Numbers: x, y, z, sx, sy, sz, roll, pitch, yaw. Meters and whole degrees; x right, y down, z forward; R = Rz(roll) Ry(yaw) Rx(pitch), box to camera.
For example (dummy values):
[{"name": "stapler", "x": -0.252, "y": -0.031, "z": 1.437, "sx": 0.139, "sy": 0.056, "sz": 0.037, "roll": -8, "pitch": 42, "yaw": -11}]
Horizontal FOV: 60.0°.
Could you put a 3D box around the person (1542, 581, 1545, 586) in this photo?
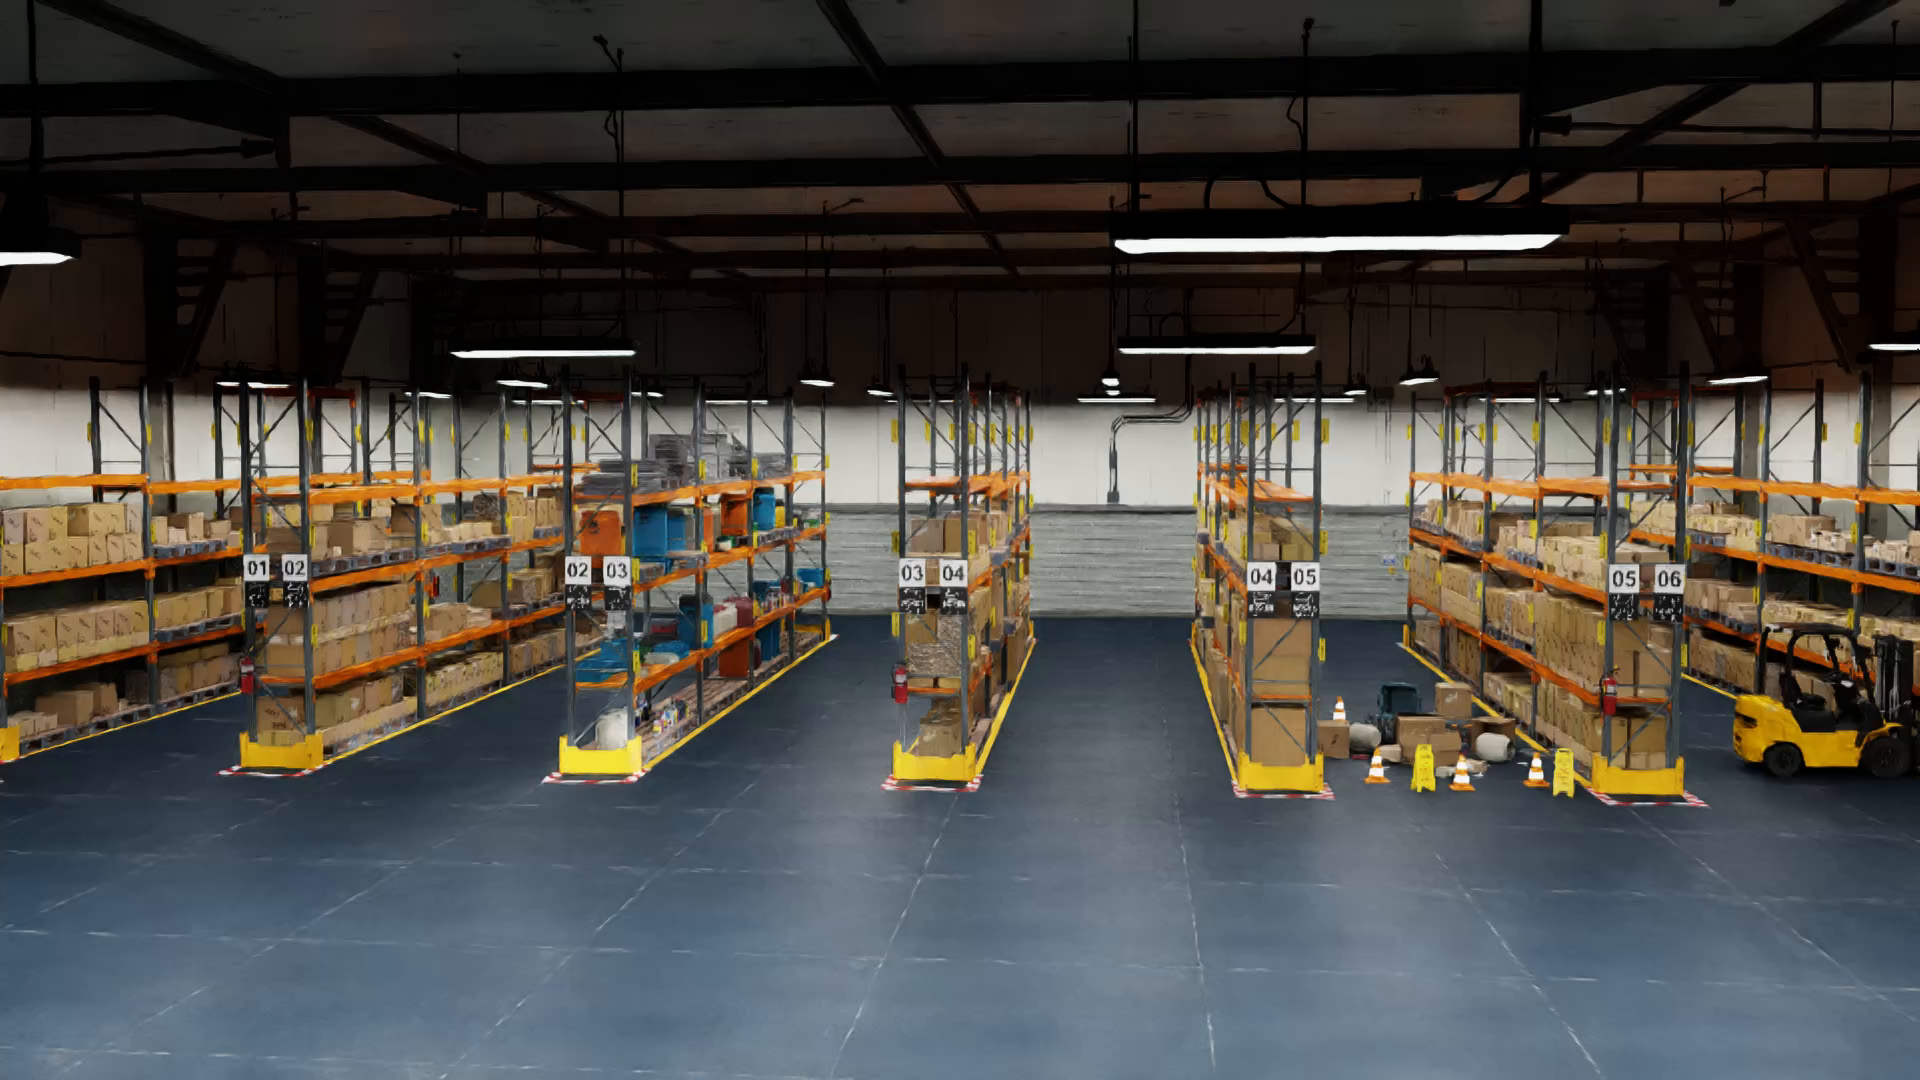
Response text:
[{"name": "person", "x": 14.710, "y": 1.386, "z": 42.343, "sx": 0.458, "sy": 1.777, "sz": 0.693, "roll": -2, "pitch": 4, "yaw": -31}]

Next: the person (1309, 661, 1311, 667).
[{"name": "person", "x": 7.401, "y": 1.816, "z": 35.622, "sx": 0.450, "sy": 1.776, "sz": 0.584, "roll": -2, "pitch": 4, "yaw": -26}]

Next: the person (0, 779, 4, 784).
[{"name": "person", "x": -13.962, "y": 2.629, "z": 23.378, "sx": 0.549, "sy": 1.723, "sz": 0.751, "roll": 3, "pitch": 5, "yaw": 39}]

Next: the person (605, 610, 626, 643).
[{"name": "person", "x": -7.424, "y": 1.842, "z": 35.928, "sx": 0.575, "sy": 1.689, "sz": 1.128, "roll": 0, "pitch": 4, "yaw": 4}]
